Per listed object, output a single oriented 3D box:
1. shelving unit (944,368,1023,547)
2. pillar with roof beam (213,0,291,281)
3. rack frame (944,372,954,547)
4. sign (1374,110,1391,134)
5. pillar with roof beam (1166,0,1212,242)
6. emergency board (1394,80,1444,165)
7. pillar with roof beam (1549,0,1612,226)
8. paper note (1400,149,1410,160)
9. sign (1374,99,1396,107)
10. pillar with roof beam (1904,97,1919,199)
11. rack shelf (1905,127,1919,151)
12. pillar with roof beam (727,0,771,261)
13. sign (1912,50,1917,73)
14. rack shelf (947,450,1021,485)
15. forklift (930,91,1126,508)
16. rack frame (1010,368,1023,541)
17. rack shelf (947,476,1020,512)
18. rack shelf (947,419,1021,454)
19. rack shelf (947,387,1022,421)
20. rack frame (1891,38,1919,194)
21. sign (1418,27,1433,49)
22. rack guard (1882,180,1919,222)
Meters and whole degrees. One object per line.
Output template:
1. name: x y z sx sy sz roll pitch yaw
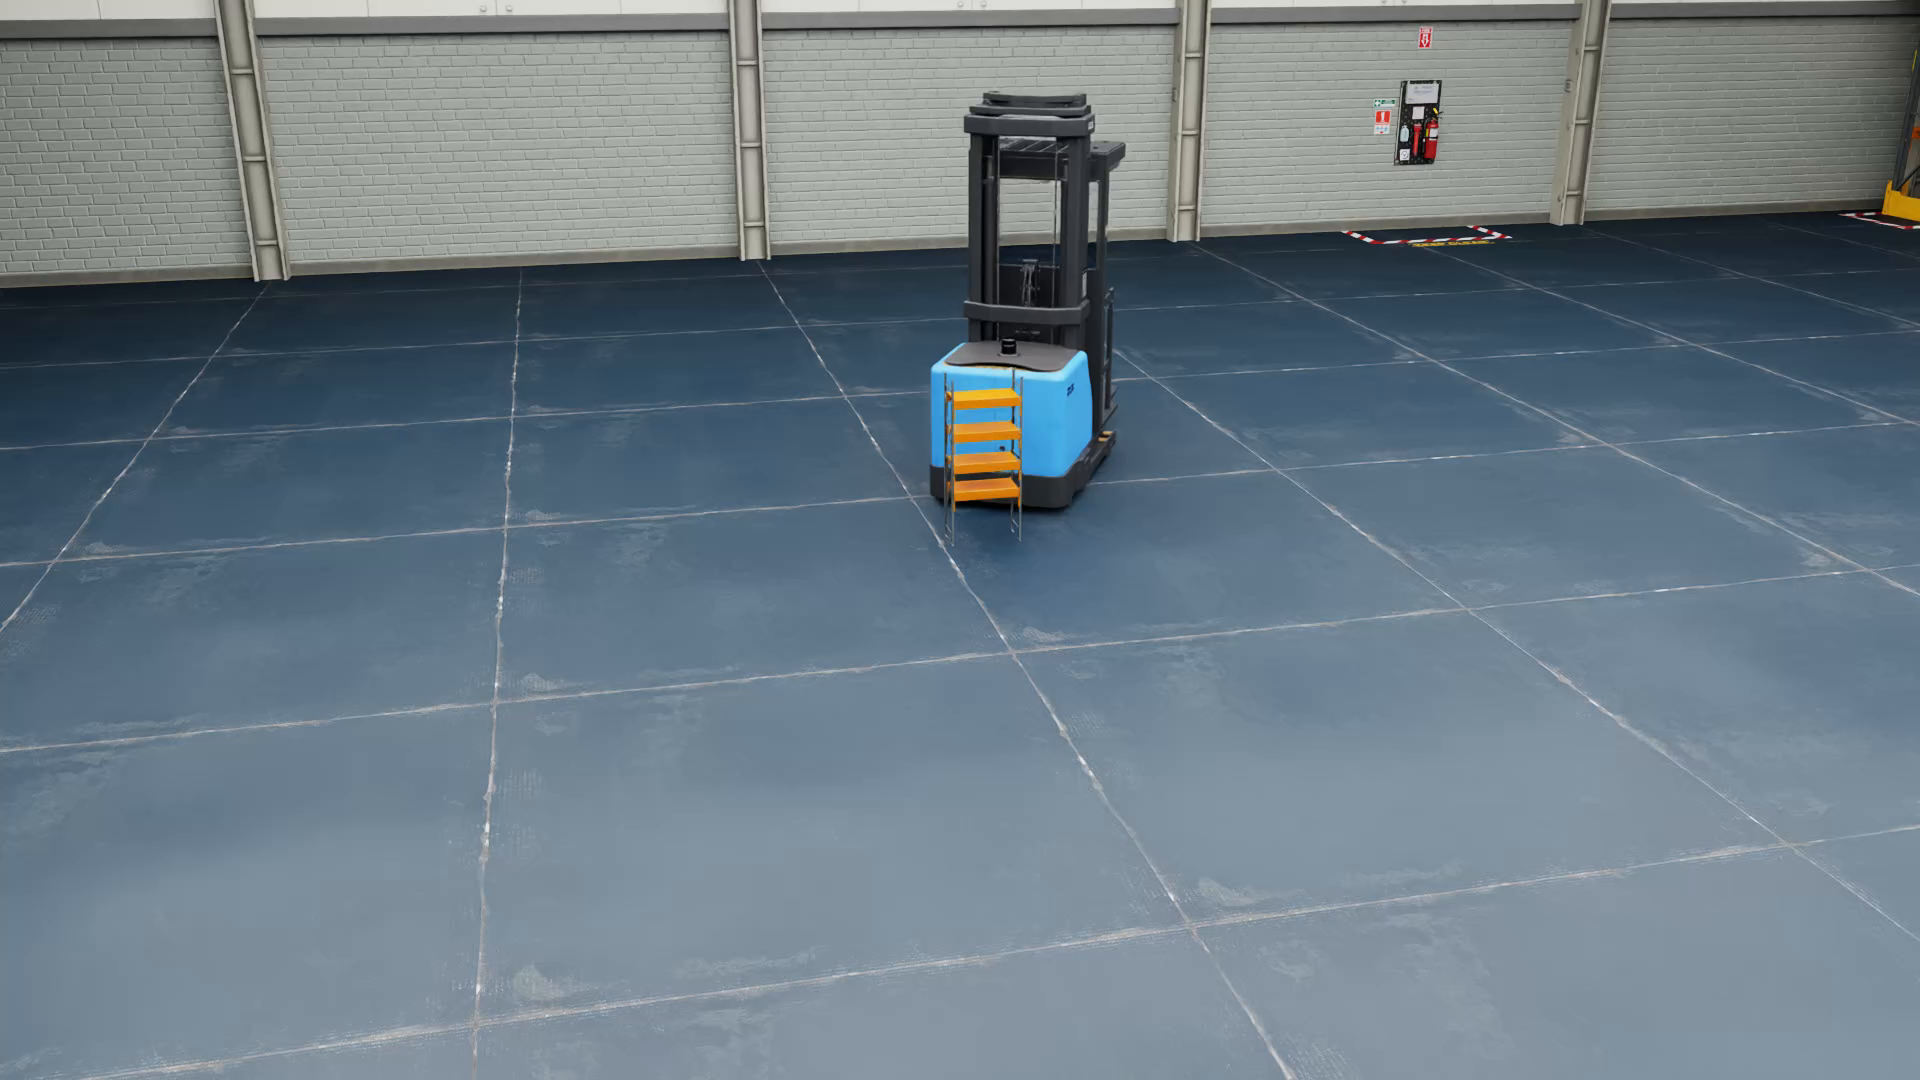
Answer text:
1. shelving unit: 0.161 -0.577 11.644 0.503 1.200 0.258 -5 21 -12
2. pillar with roof beam: -7.567 -6.045 15.233 0.400 9.000 9.100 -5 21 -12
3. rack frame: -0.076 -0.557 11.591 0.015 1.200 0.240 -5 21 -12
4. sign: 5.984 -5.918 23.557 0.234 0.329 0.001 -5 21 -12
5. pillar with roof beam: 4.111 -6.994 17.826 0.400 9.000 9.100 -5 21 -12
6. emergency board: 6.546 -5.911 23.589 0.643 1.169 0.194 -5 21 -12
7. pillar with roof beam: 9.950 -7.469 19.122 0.400 9.000 9.100 -5 21 -12
8. paper note: 6.358 -5.506 23.765 0.142 0.148 0.016 -5 21 -12
9. sign: 5.991 -6.164 23.459 0.331 0.109 0.001 -5 21 -12
10. pillar with roof beam: 15.789 -7.944 20.419 0.400 9.000 9.100 -5 21 -12
11. rack shelf: 16.263 -6.044 24.999 4.000 0.370 1.077 -5 21 -12
12. pillar with roof beam: -1.728 -6.520 16.529 0.400 9.000 9.100 -5 21 -12
13. sign: 14.208 -7.103 24.701 0.005 0.325 0.100 -5 21 -12
14. rack shelf: 0.161 -0.513 11.667 0.480 0.148 0.258 -5 21 -12
15. forklift: 0.671 -2.084 13.243 1.130 2.935 3.031 6 21 15
16. rack frame: 0.399 -0.596 11.697 0.015 1.200 0.240 -5 21 -12
17. rack shelf: 0.161 -0.327 11.735 0.480 0.148 0.258 -5 21 -12
18. rack shelf: 0.161 -0.723 11.590 0.480 0.148 0.258 -5 21 -12
19. rack shelf: 0.161 -0.945 11.509 0.480 0.148 0.258 -5 21 -12
20. rack frame: 14.317 -6.223 24.443 0.127 3.000 1.000 -5 21 -12
21. sign: 6.515 -7.032 23.279 0.199 0.298 0.001 -5 21 -12
22. rack guard: 14.391 -5.056 24.889 0.348 0.500 1.175 -5 21 -12
